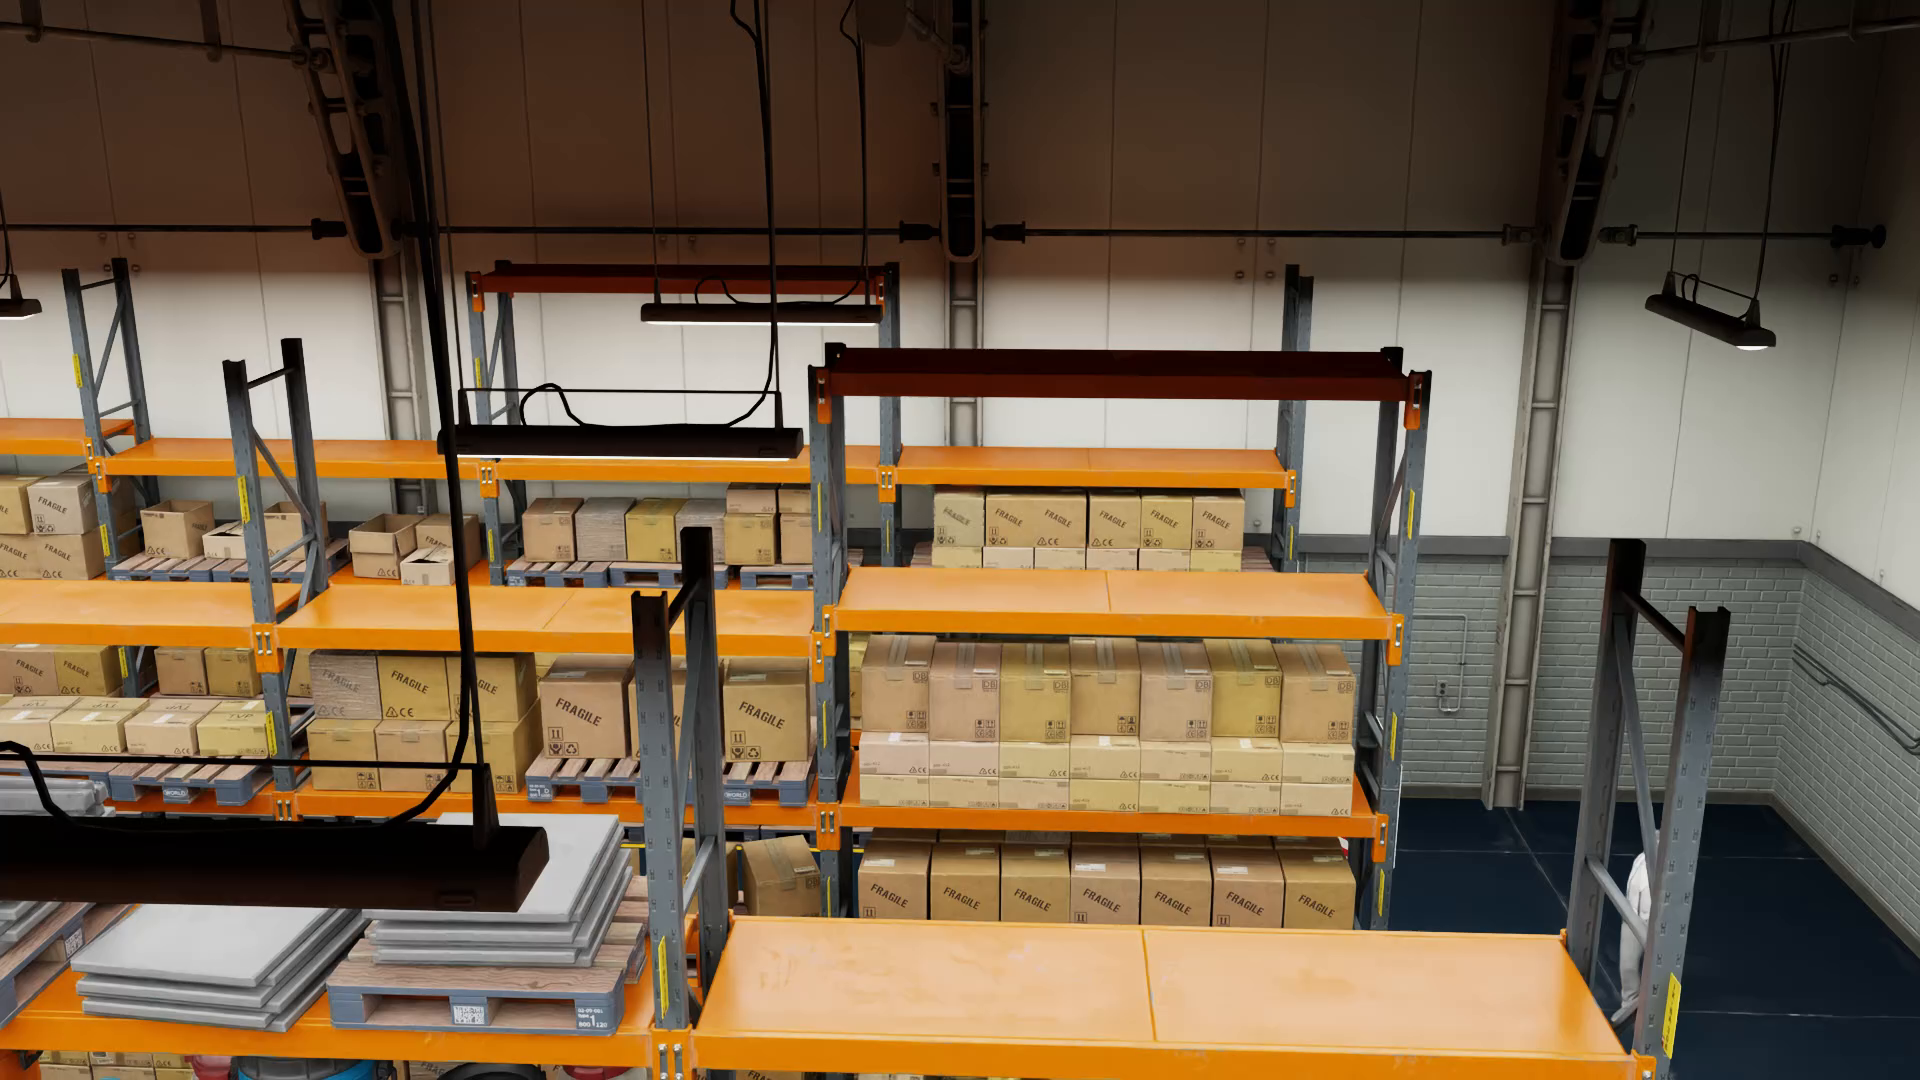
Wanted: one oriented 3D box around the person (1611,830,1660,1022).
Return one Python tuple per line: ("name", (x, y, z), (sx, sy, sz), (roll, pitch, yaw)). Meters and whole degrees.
("person", (5.926, 3.258, 14.178), (0.524, 1.747, 0.747), (14, 21, 39))
